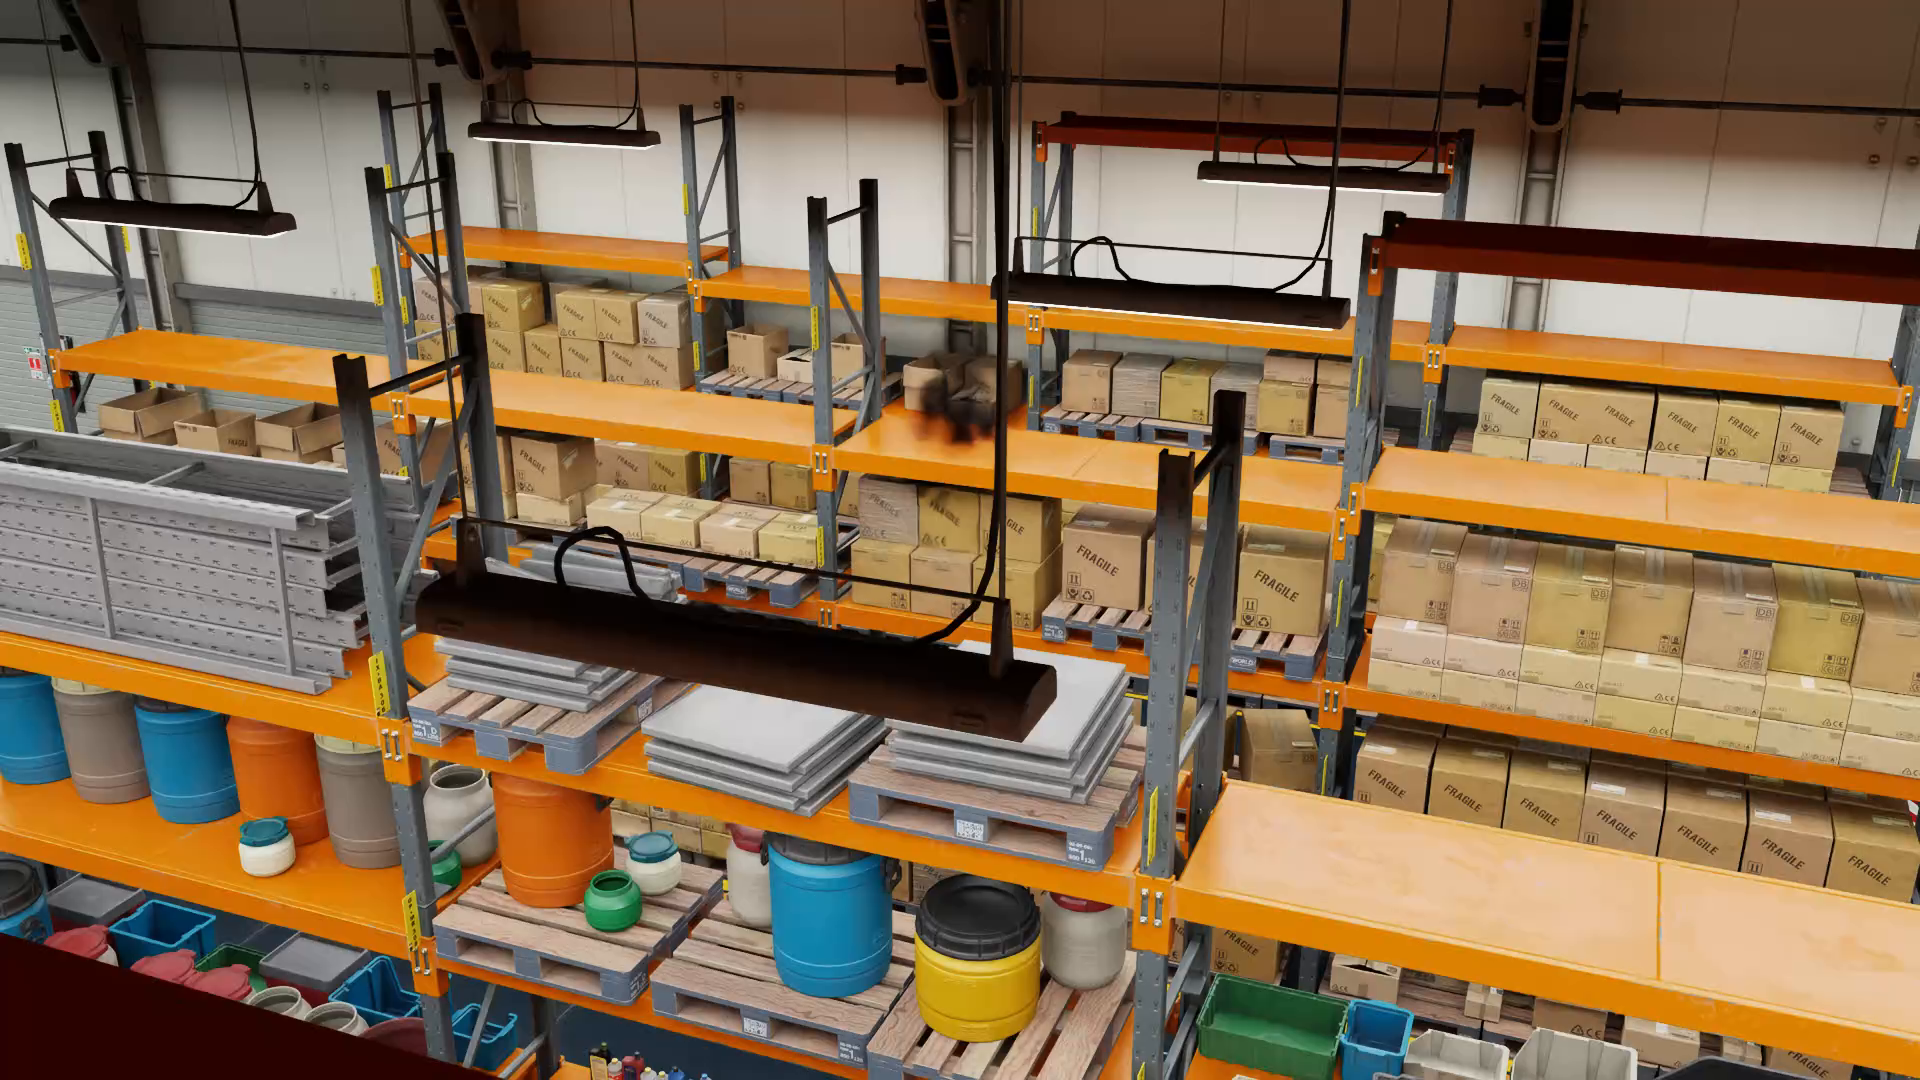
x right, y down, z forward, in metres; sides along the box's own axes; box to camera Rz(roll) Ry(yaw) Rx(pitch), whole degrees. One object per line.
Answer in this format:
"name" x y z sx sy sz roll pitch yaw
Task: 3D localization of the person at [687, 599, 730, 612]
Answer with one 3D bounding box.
"person" -2.610 1.106 16.304 0.591 1.701 0.651 5 21 14
